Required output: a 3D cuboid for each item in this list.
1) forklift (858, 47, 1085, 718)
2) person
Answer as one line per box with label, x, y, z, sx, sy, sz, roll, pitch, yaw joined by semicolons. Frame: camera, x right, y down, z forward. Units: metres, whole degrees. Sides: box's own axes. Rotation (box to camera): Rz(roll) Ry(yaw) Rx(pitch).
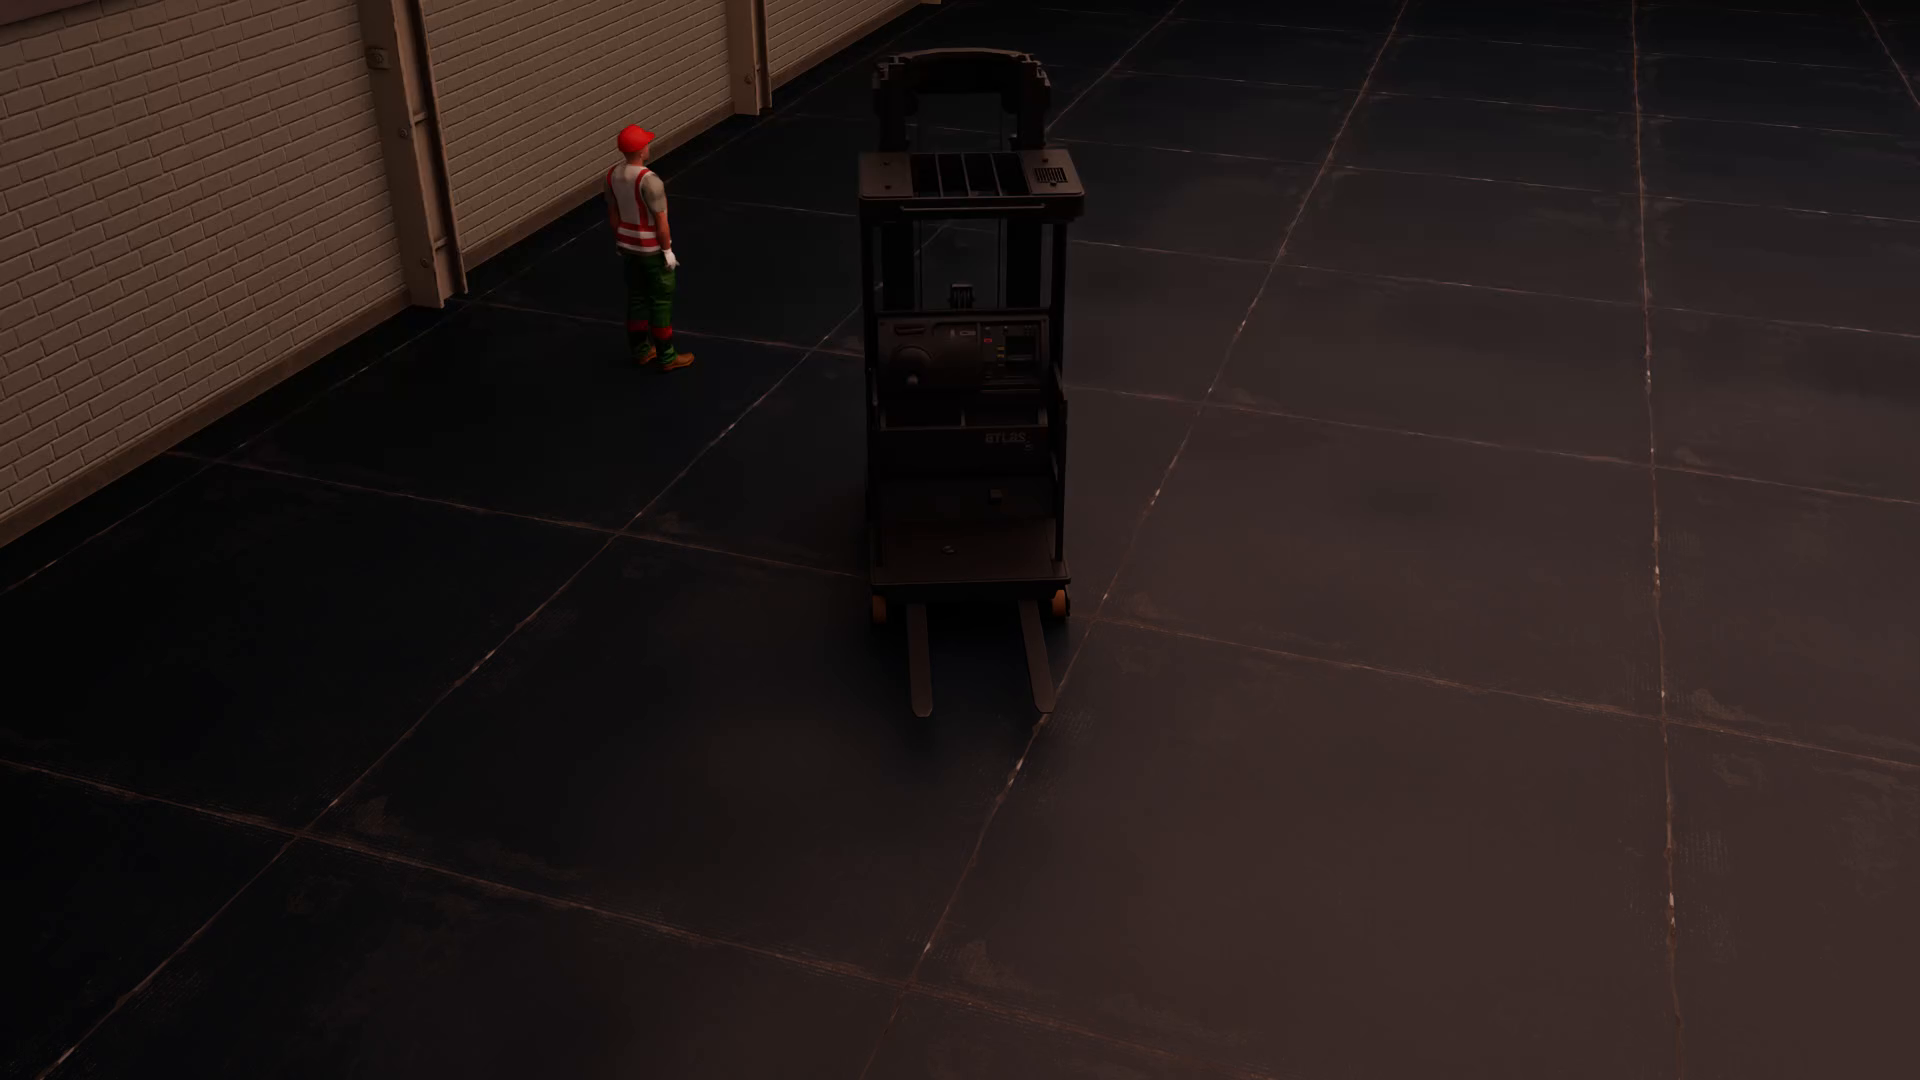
forklift;0.035;-0.972;8.842;1.130;2.935;3.031;-2;30;-3
person;-2.256;-2.104;11.979;0.538;1.795;0.348;18;34;28
